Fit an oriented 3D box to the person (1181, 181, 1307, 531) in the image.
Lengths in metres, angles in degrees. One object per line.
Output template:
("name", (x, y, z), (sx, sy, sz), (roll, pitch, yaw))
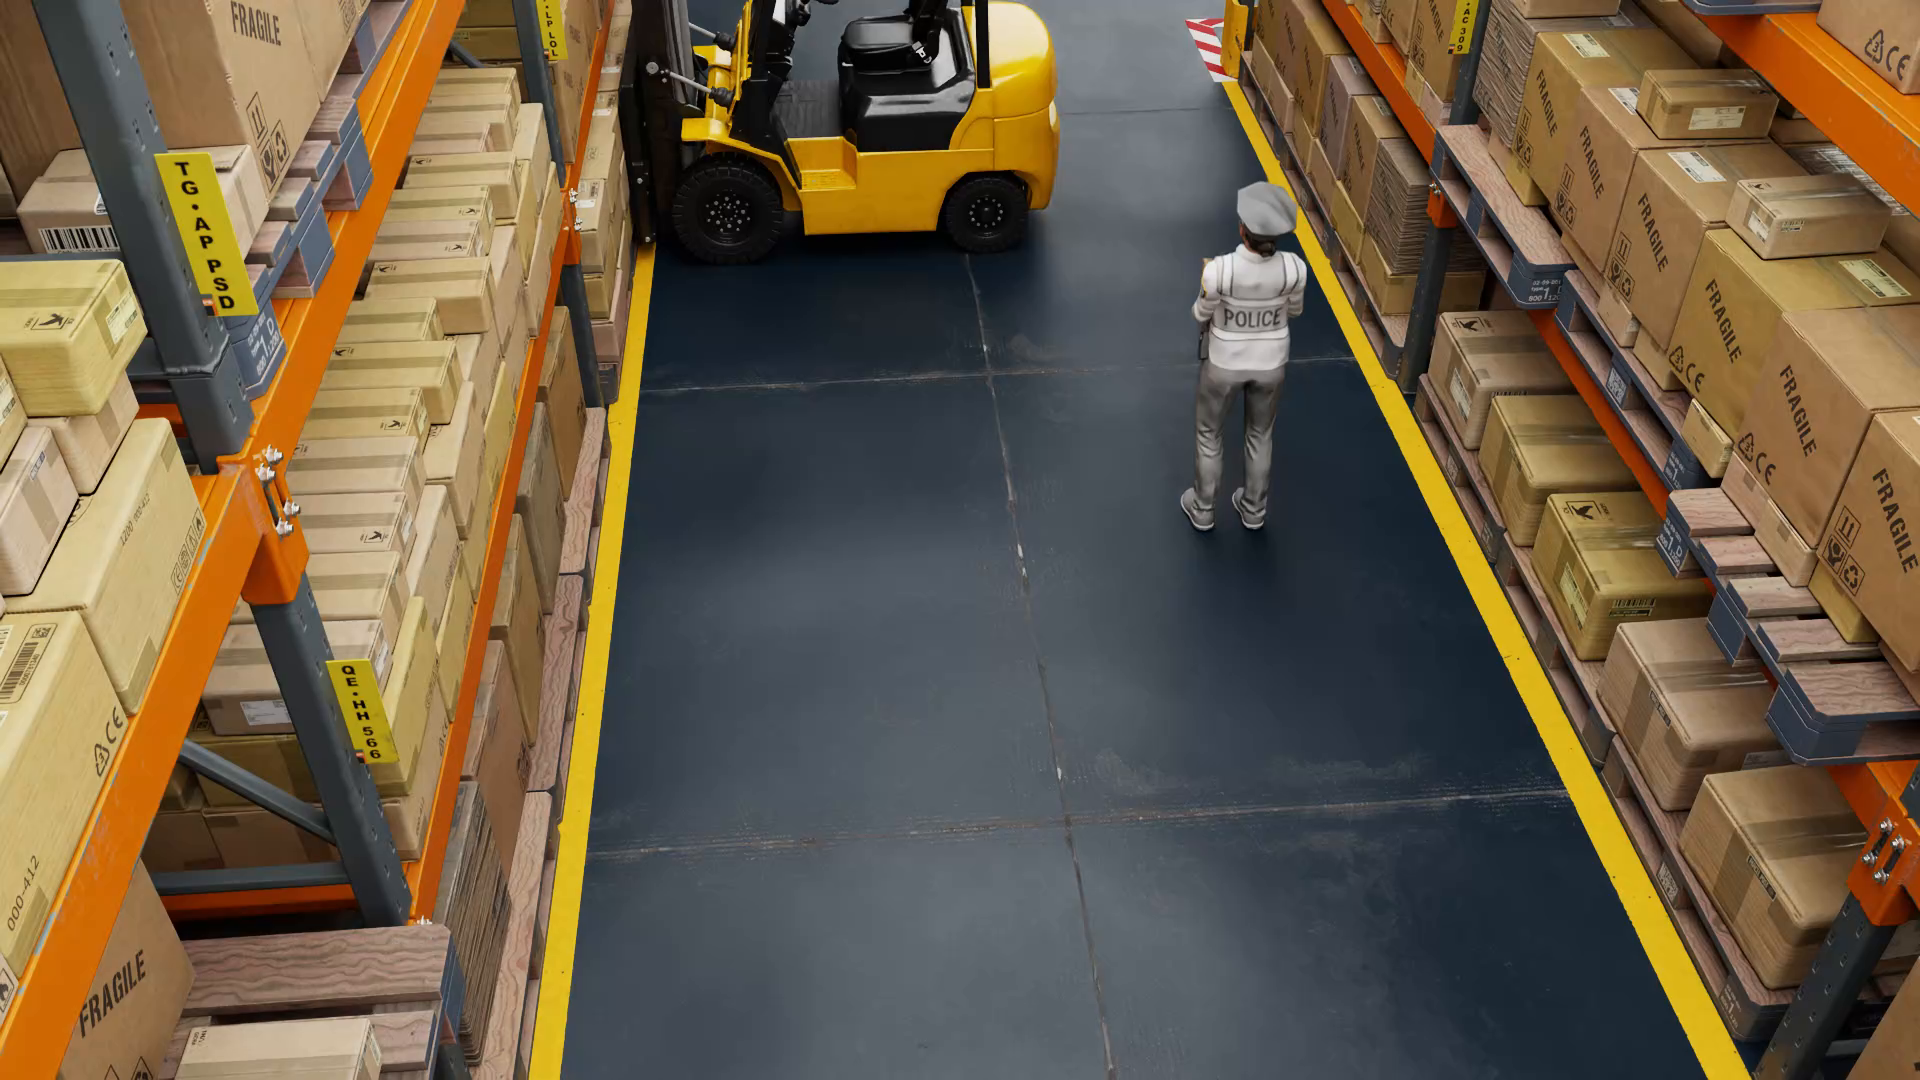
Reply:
("person", (1.200, -0.796, 7.109), (0.459, 1.686, 0.551), (-2, 39, -3))
